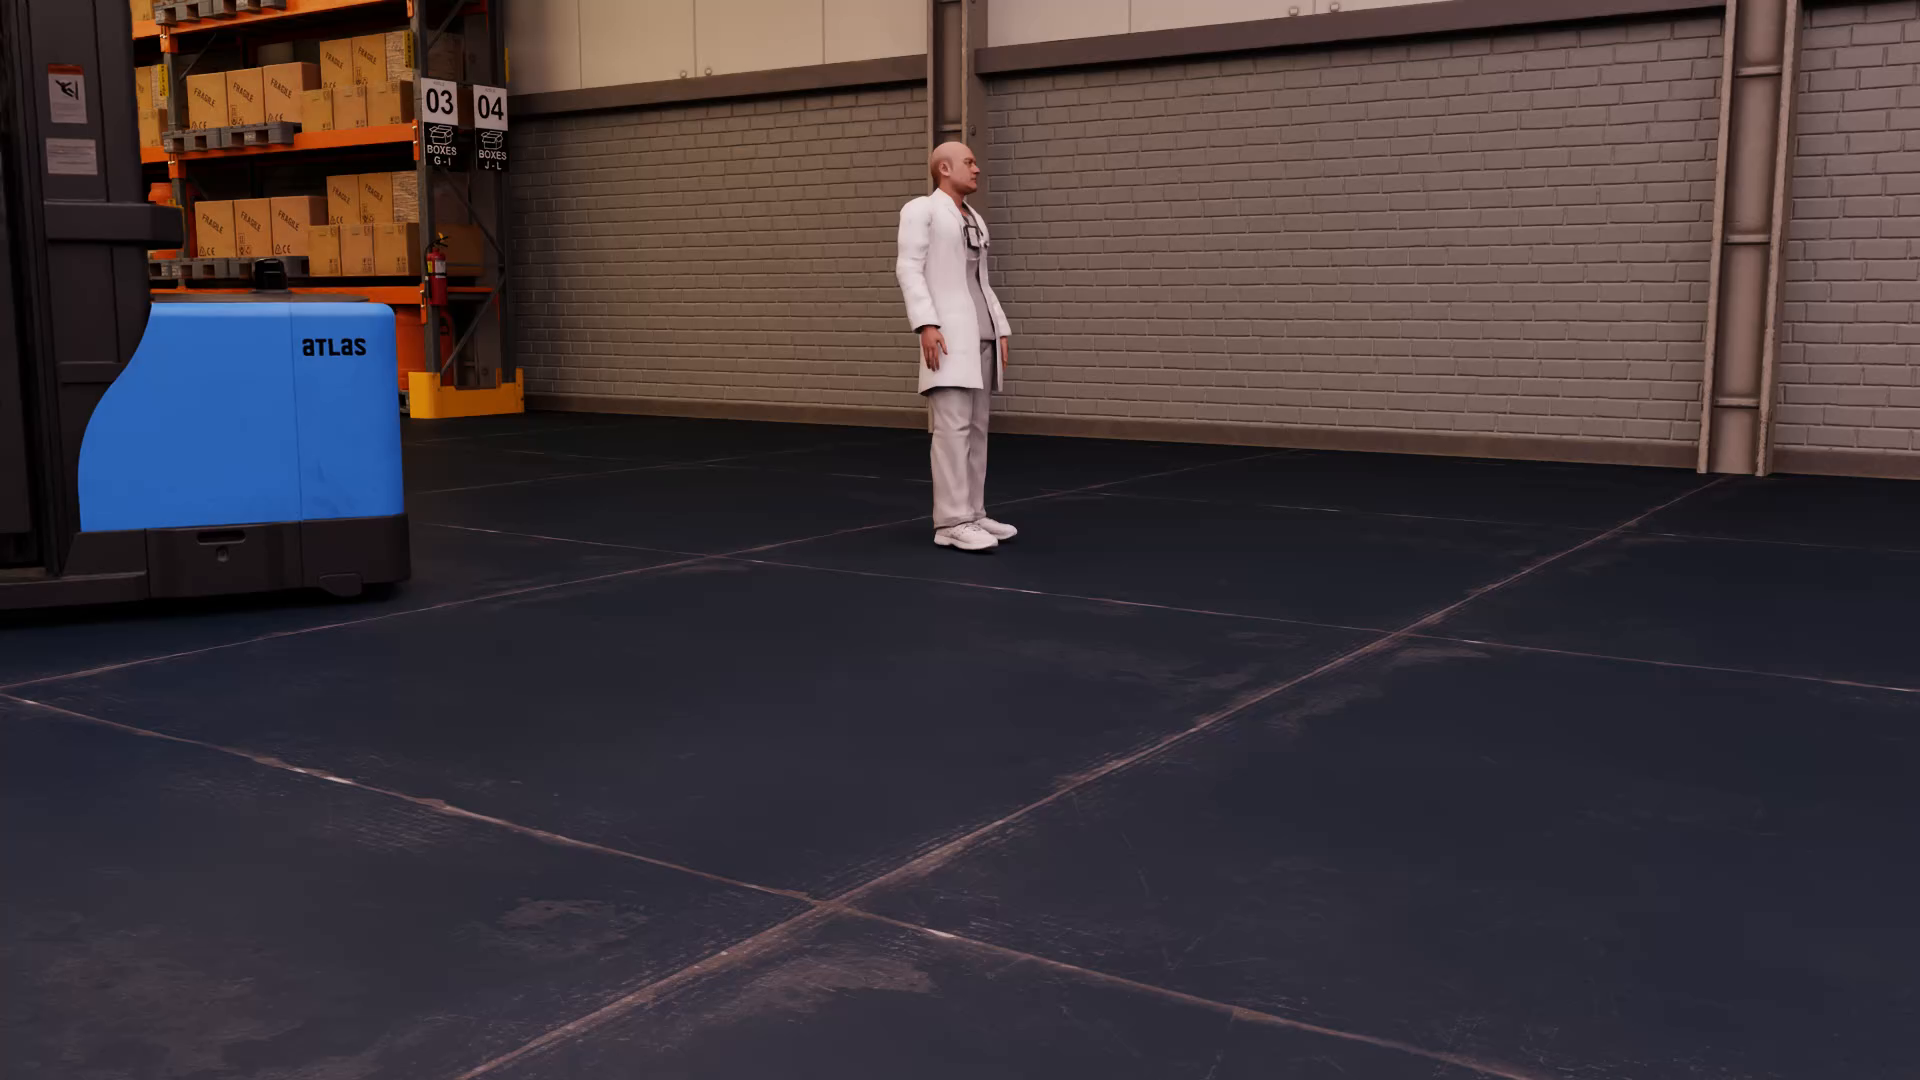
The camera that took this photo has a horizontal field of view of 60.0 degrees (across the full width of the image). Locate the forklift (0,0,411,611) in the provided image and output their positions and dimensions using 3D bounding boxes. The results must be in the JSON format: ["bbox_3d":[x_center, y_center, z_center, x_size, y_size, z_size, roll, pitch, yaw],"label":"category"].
[{"bbox_3d":[-3.577,-1.206,5.676,3.031,2.935,1.130,-4,9,-25],"label":"forklift"}]

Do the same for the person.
[{"bbox_3d":[0.076,-0.879,7.422,0.573,1.777,0.698,5,10,34],"label":"person"}]
